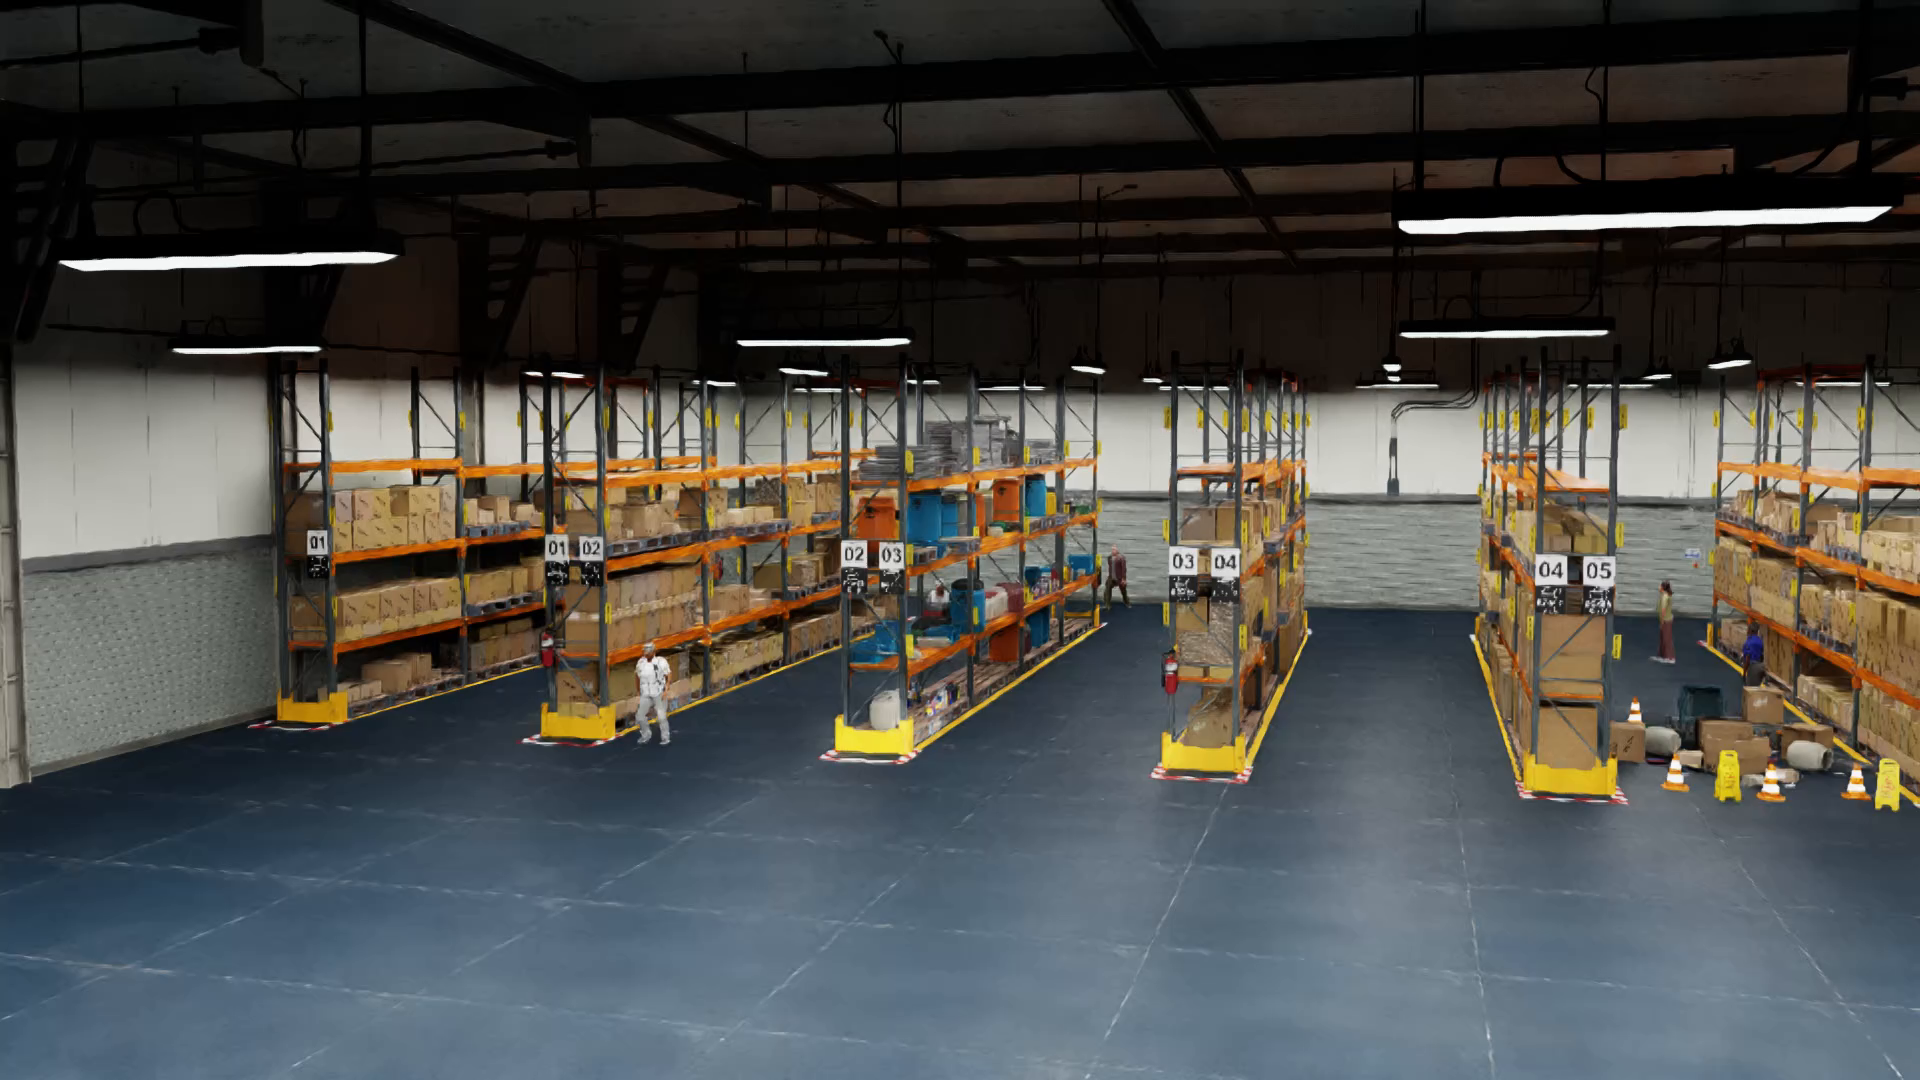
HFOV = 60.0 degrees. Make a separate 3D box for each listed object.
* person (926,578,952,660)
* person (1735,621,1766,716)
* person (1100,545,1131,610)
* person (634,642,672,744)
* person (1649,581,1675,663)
[{"bbox_3d":[-0.400,1.652,34.674,0.702,1.734,0.549,1,4,13],"label":"person"},{"bbox_3d":[13.161,2.175,27.653,0.574,1.653,0.549,-4,6,-44],"label":"person"},{"bbox_3d":[4.141,0.988,43.927,0.630,1.729,1.046,3,5,36],"label":"person"},{"bbox_3d":[-4.748,2.360,25.669,0.626,1.610,0.578,1,4,13],"label":"person"},{"bbox_3d":[14.537,1.682,34.362,0.540,1.668,0.544,3,5,32],"label":"person"}]
